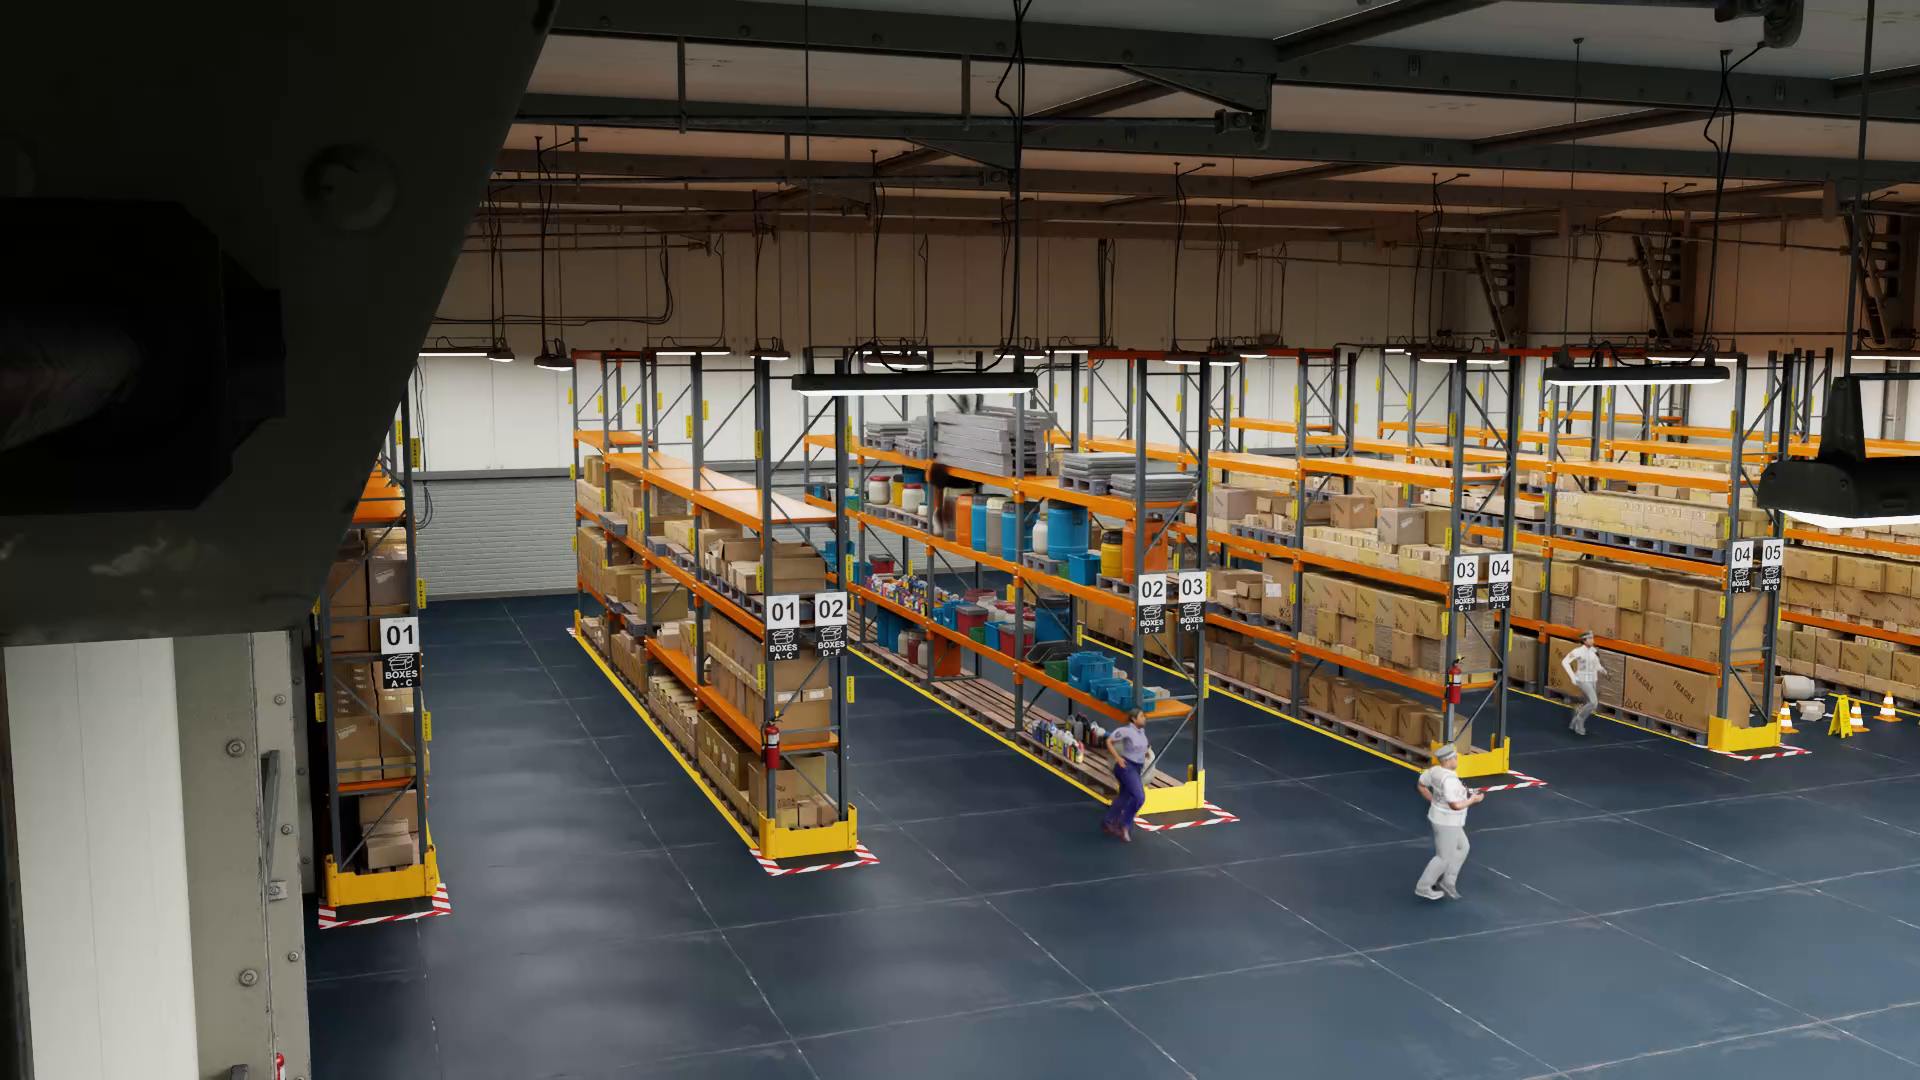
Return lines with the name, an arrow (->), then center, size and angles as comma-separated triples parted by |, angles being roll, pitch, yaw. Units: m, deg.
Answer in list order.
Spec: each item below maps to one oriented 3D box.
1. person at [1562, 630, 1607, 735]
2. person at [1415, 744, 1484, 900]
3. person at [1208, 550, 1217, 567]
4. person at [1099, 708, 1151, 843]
person -> 9.892, 2.241, 26.190 | 0.592, 1.671, 0.634 | -4, 8, -32
person -> 5.442, 3.168, 18.516 | 0.727, 1.836, 0.640 | 0, 7, 3
person -> 6.344, 0.314, 41.685 | 0.840, 1.694, 0.735 | -1, 7, -6
person -> 2.113, 2.941, 20.998 | 0.649, 1.655, 0.651 | 4, 8, 27
